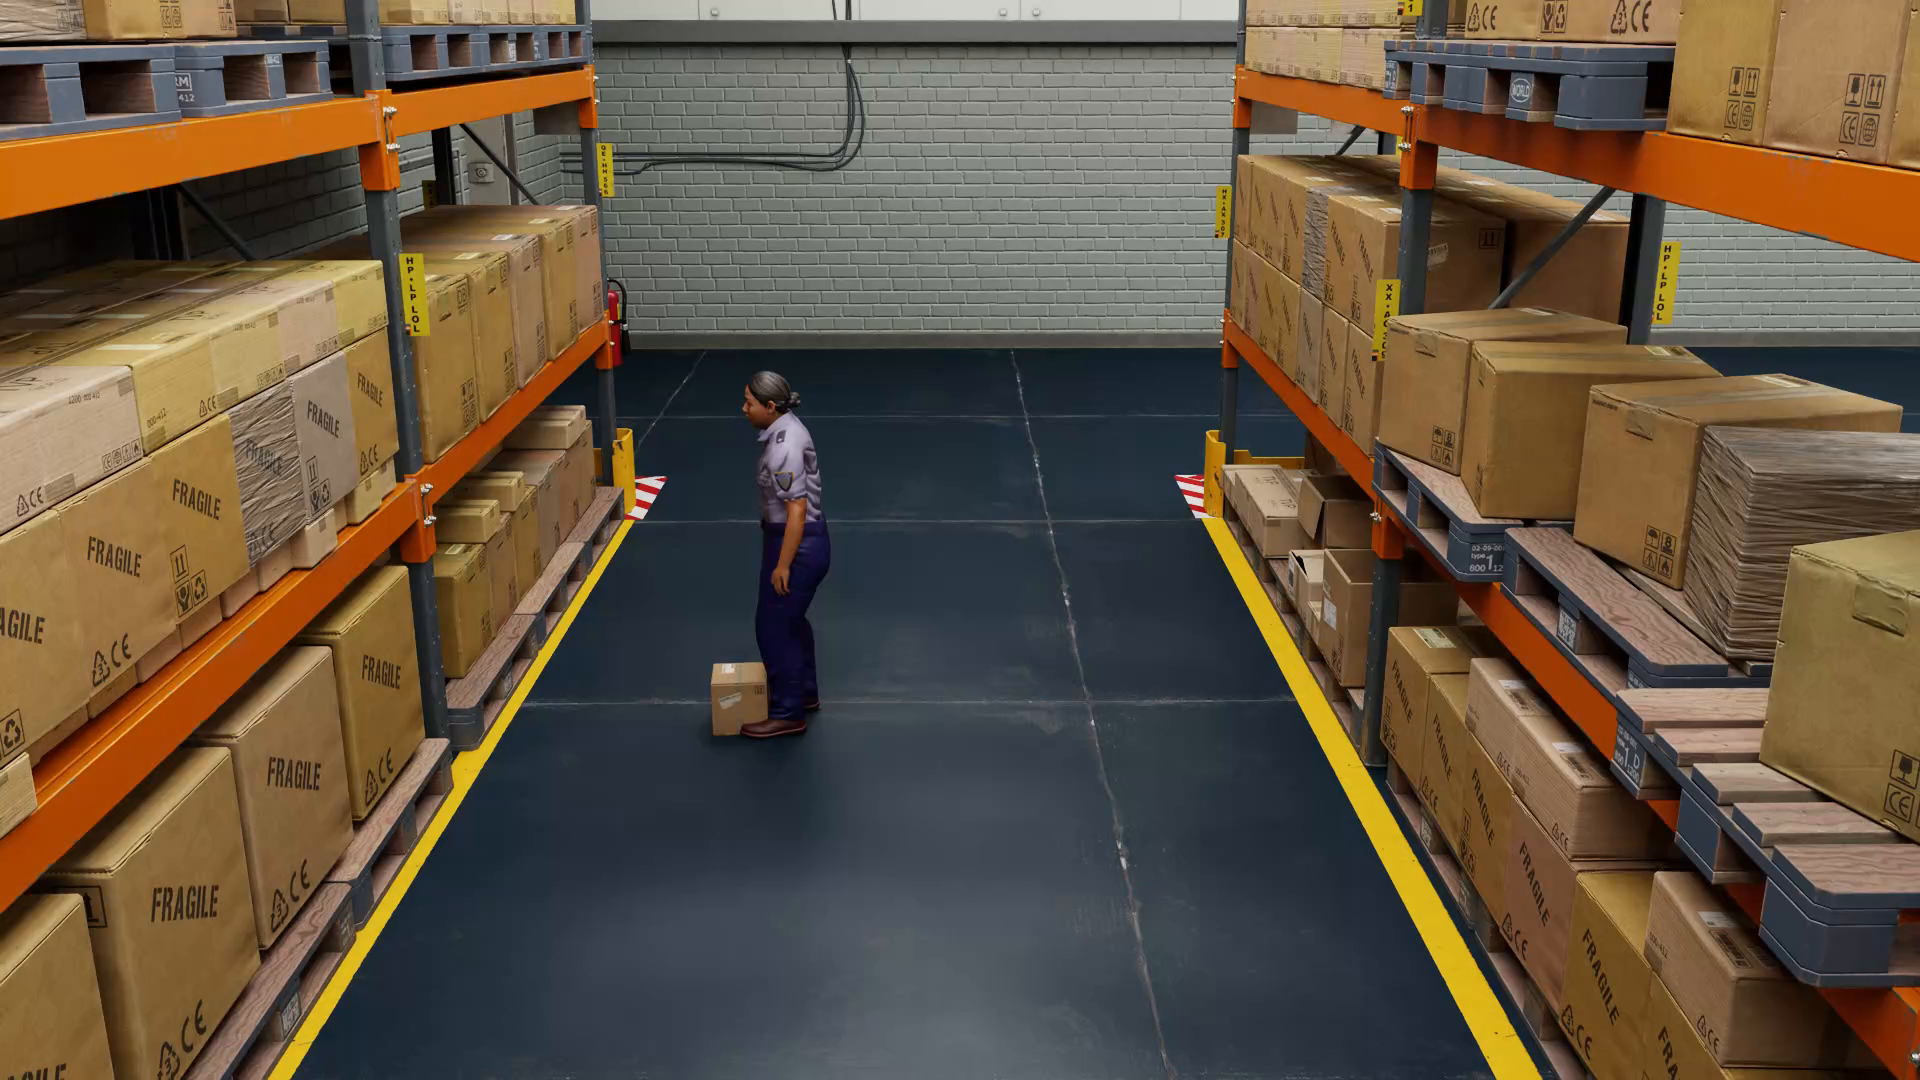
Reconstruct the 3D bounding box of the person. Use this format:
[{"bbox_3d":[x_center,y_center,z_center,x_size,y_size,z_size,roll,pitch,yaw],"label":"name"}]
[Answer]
[{"bbox_3d":[-0.798,0.053,7.390,0.408,1.651,0.558,-1,17,-4],"label":"person"}]
